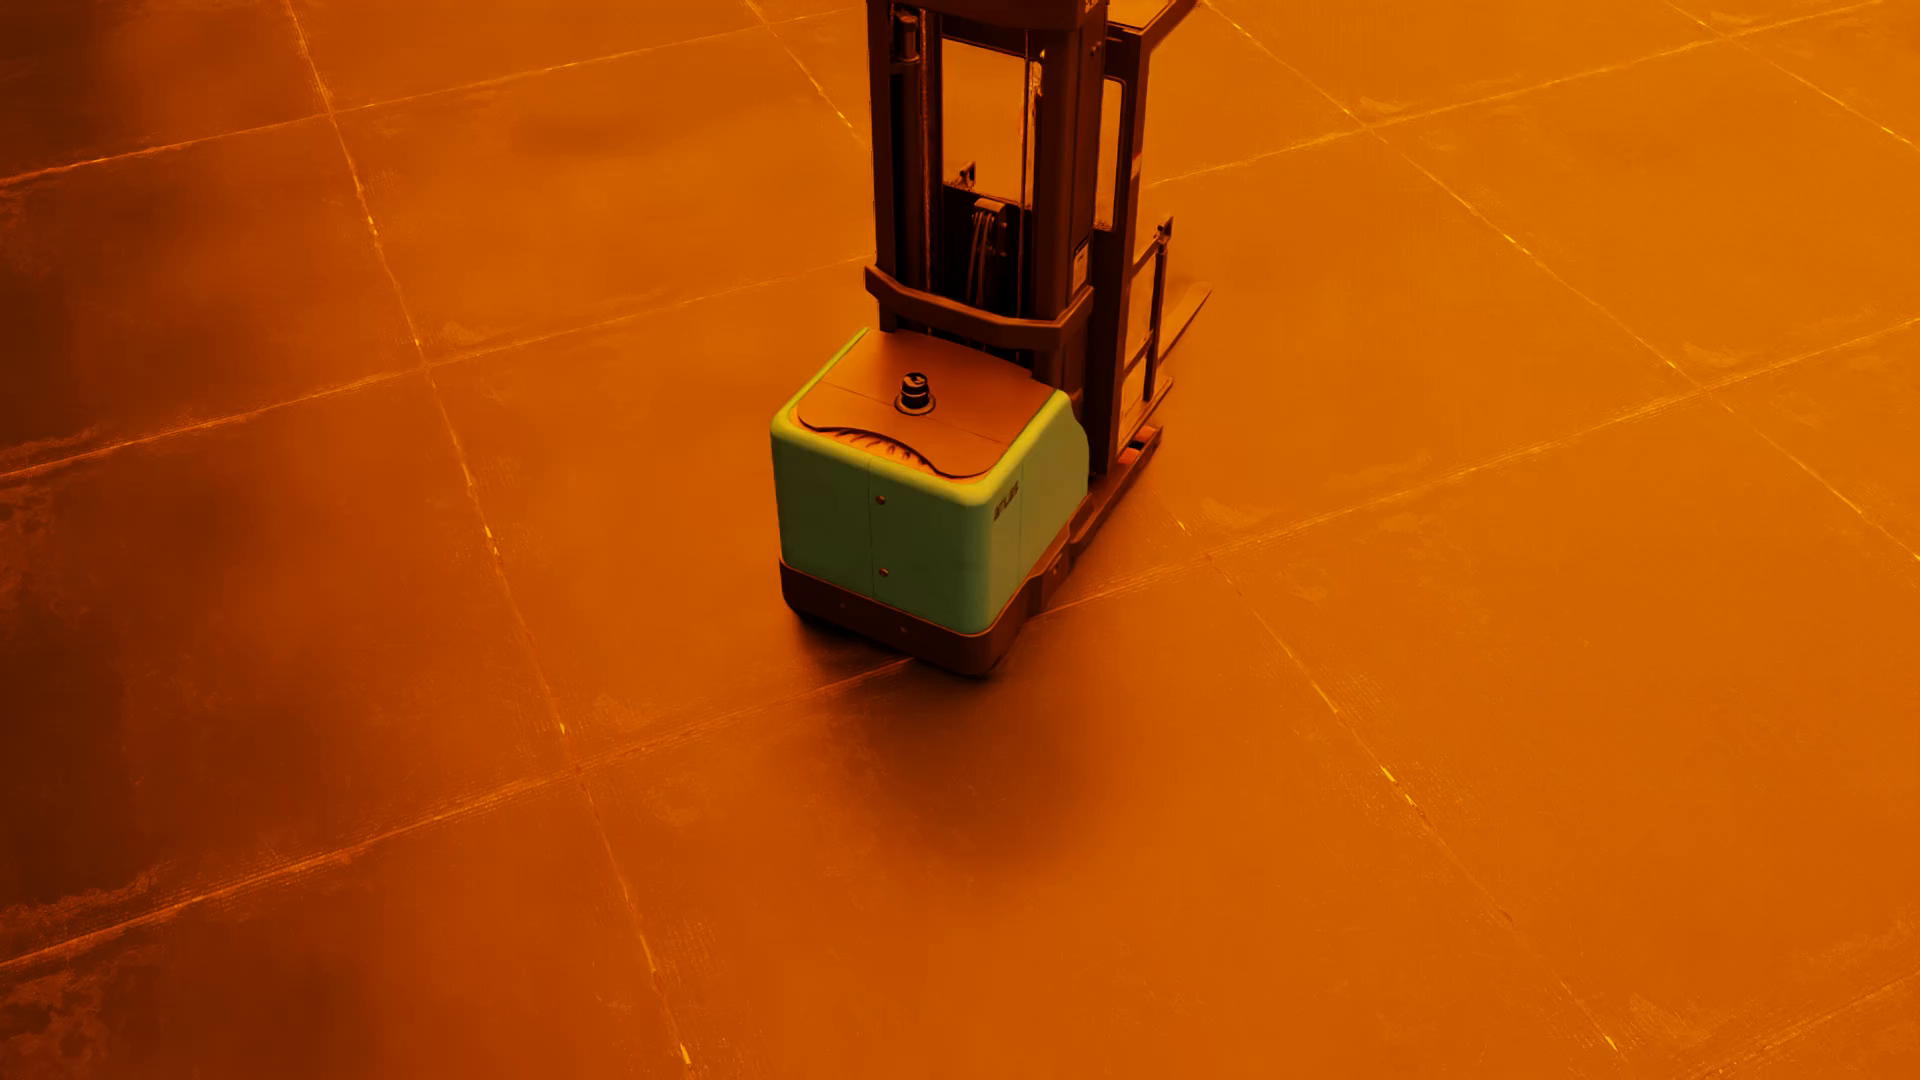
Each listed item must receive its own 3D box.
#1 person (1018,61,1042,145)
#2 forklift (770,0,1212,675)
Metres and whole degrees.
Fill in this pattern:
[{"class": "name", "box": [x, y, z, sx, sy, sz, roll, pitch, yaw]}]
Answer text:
[{"class": "person", "box": [0.569, -2.452, 9.355, 0.494, 1.524, 0.659, 0, 43, 0]}, {"class": "forklift", "box": [0.349, -1.493, 7.280, 1.130, 2.935, 3.031, 20, 47, 20]}]
